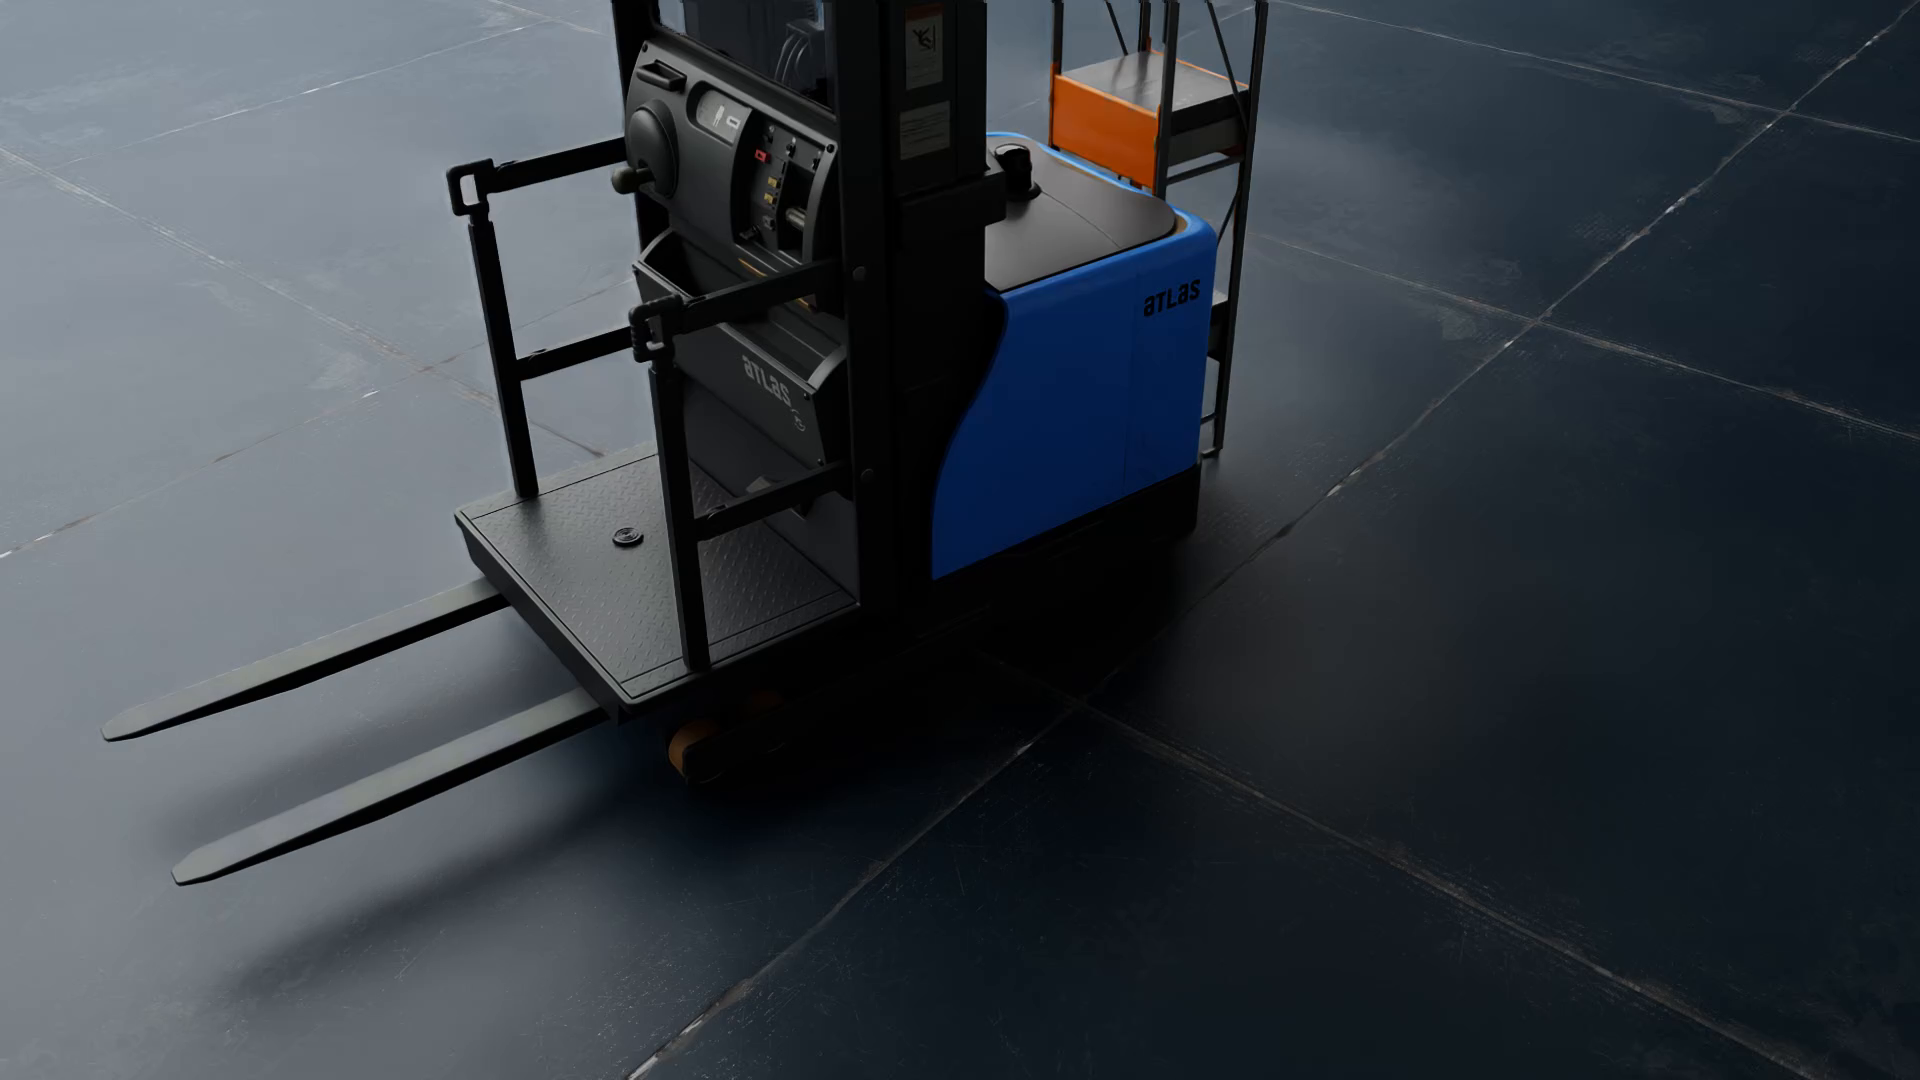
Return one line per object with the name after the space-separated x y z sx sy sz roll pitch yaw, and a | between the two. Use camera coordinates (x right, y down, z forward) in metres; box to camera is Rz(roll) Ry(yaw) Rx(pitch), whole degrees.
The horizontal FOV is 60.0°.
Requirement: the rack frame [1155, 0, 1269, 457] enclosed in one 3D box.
0.738 -1.113 5.016 0.400 2.100 0.015 -24 41 -30 | rack frame

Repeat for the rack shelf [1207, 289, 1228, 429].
0.589 -0.634 5.579 0.431 0.518 0.480 -24 41 -30 | rack shelf

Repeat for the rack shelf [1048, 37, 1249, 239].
0.589 -1.211 5.182 0.431 0.518 0.480 -24 41 -30 | rack shelf

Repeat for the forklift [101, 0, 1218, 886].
-0.745 -0.916 3.995 3.031 2.935 1.130 -23 41 -30 | forklift

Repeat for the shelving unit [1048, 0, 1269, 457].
0.589 -1.222 5.175 0.431 2.100 0.503 -24 41 -30 | shelving unit

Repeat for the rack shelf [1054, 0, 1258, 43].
0.589 -1.788 4.786 0.431 0.518 0.480 -24 41 -30 | rack shelf

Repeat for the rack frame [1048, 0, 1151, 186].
0.439 -1.331 5.334 0.400 2.100 0.015 -24 41 -30 | rack frame
